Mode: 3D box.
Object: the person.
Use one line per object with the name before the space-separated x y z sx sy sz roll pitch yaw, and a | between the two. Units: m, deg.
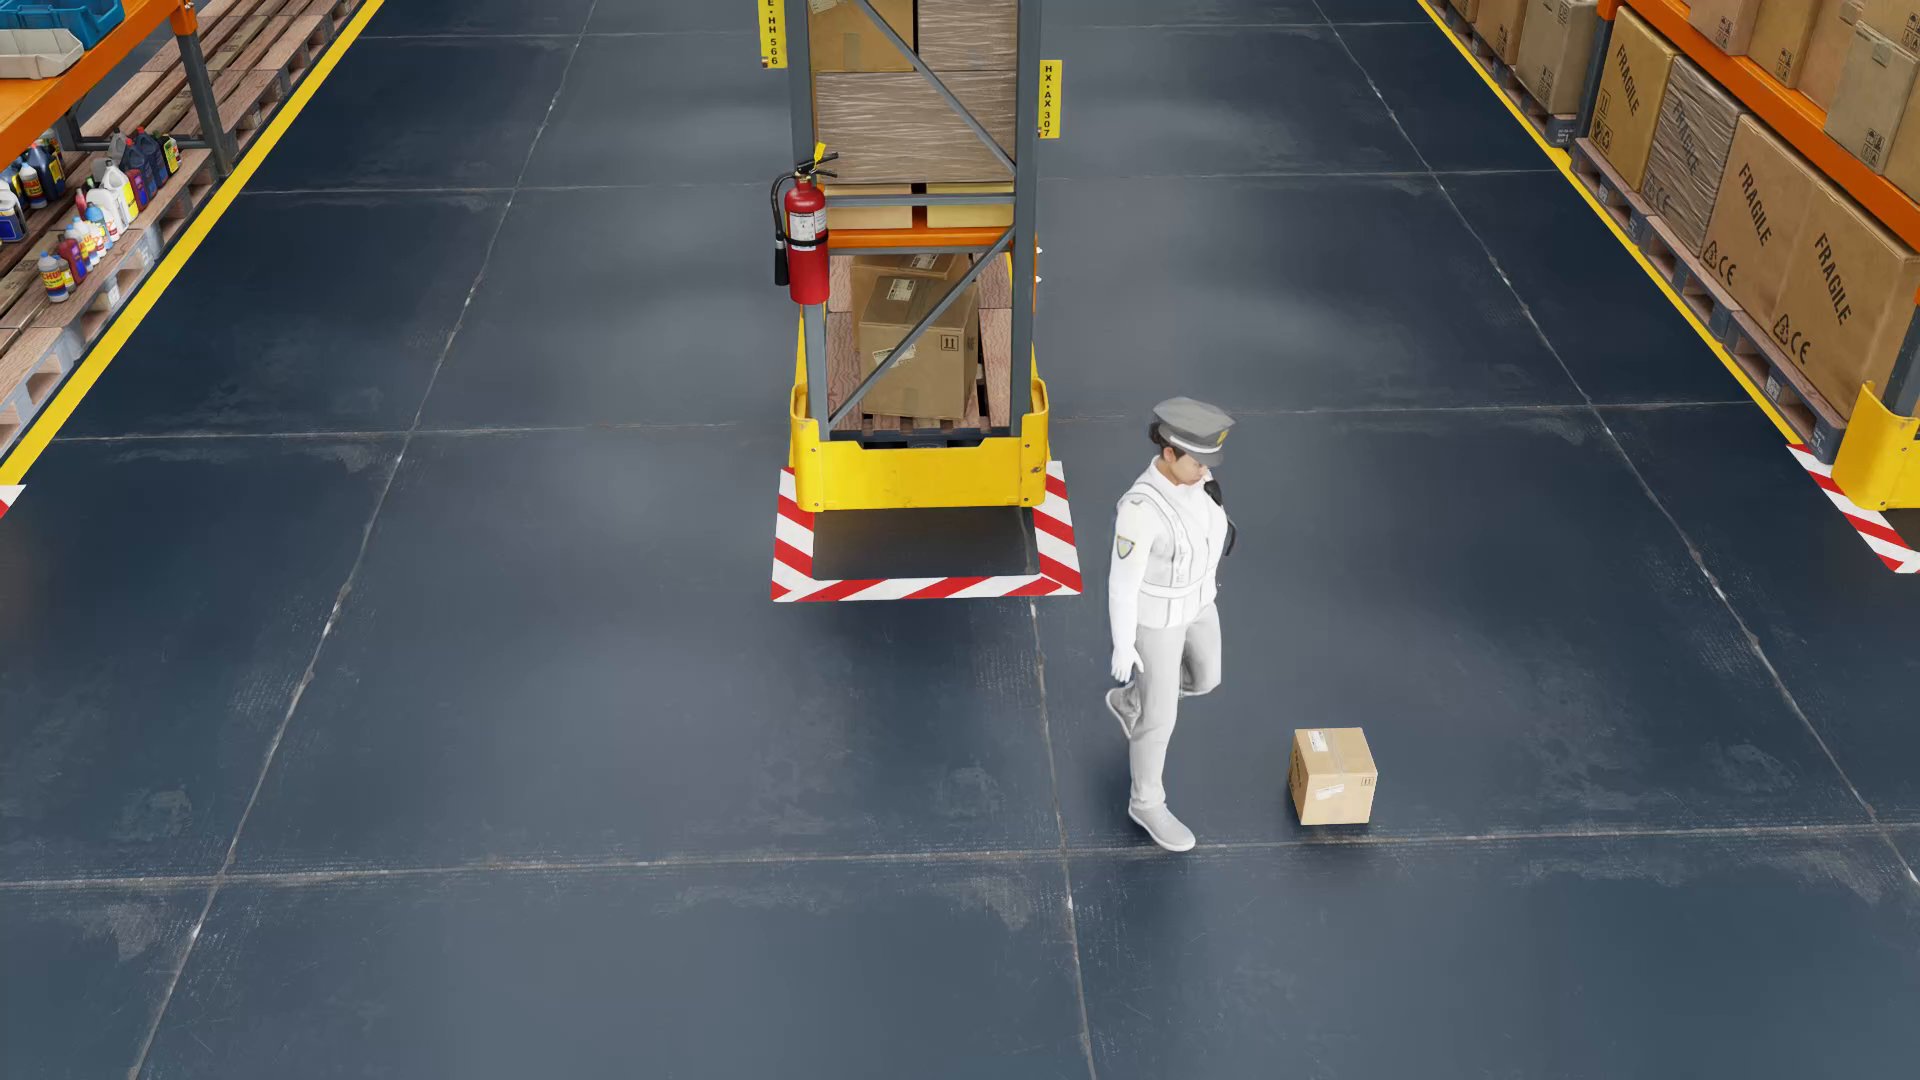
person | 0.711 0.252 5.769 0.587 1.663 0.546 24 42 29
